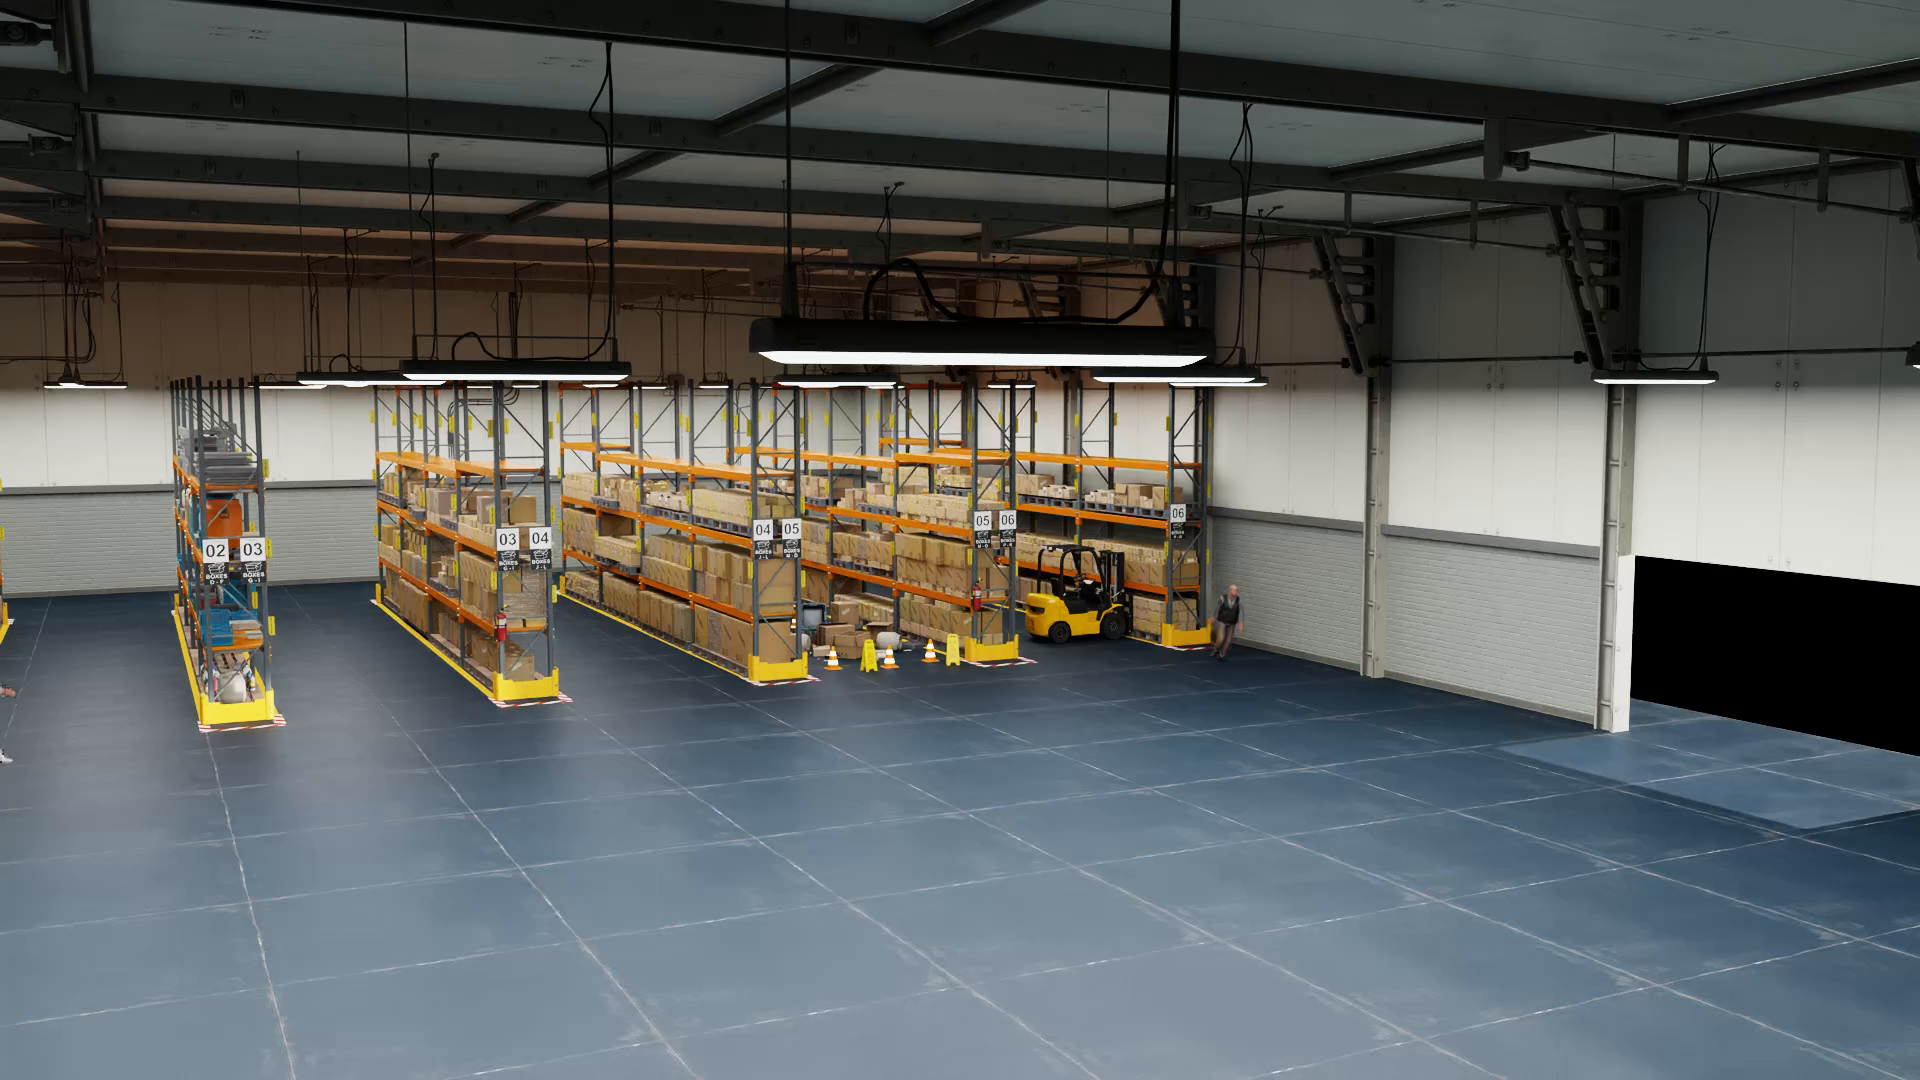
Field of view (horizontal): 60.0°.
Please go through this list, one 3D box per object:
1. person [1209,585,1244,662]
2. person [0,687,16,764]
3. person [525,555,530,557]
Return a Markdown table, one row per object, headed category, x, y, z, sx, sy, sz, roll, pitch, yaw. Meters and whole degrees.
| category | x | y | z | sx | sy | sz | roll | pitch | yaw |
| --- | --- | --- | --- | --- | --- | --- | --- | --- | --- |
| person | 5.651 | 1.763 | 35.221 | 0.674 | 1.680 | 0.563 | -1 | 5 | -9 |
| person | -15.090 | 2.574 | 25.607 | 0.936 | 1.770 | 0.643 | 0 | 5 | -3 |
| person | -12.162 | 0.709 | 47.048 | 0.584 | 1.655 | 0.951 | -1 | 5 | -11 |
